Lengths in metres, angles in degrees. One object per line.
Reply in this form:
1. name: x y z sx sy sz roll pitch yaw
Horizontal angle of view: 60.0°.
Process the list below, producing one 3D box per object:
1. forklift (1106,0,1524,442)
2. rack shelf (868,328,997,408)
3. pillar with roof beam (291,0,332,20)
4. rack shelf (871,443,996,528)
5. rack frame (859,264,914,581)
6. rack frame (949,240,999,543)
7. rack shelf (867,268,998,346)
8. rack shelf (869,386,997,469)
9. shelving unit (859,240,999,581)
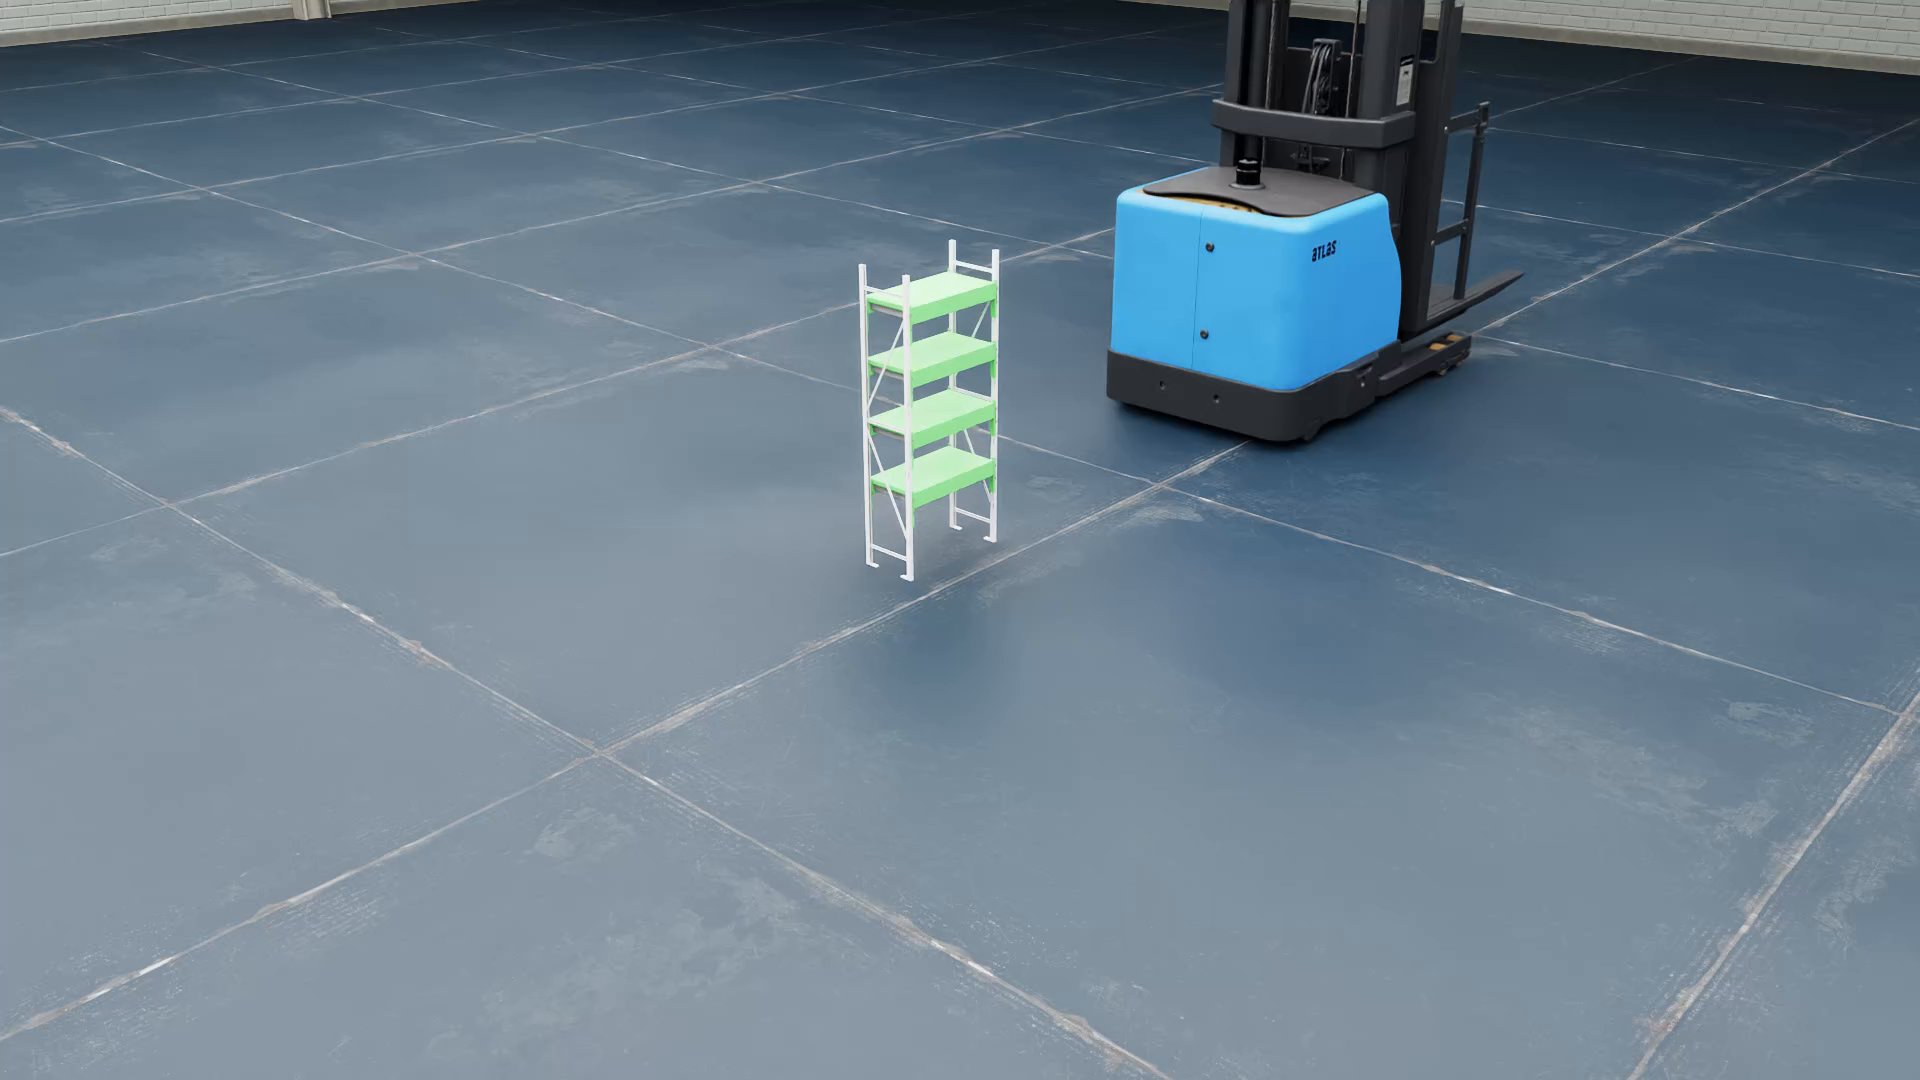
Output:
1. forklift: 2.054 -2.313 8.327 1.130 2.935 3.031 19 30 36
2. rack shelf: -0.110 -0.658 6.320 0.258 0.148 0.480 20 31 38
3. pillar with roof beam: -5.562 -10.002 18.059 9.100 9.000 0.400 20 31 38
4. rack shelf: -0.110 -0.220 6.516 0.258 0.148 0.480 20 31 38
5. rack frame: -0.273 -0.423 6.226 0.240 1.200 0.015 20 31 38
6. rack frame: 0.052 -0.571 6.558 0.240 1.200 0.015 20 31 38
7. rack shelf: -0.110 -0.877 6.222 0.258 0.148 0.480 20 31 38
8. rack shelf: -0.110 -0.439 6.418 0.258 0.148 0.480 20 31 38
9. shelving unit: -0.110 -0.497 6.392 0.258 1.200 0.503 20 31 38
